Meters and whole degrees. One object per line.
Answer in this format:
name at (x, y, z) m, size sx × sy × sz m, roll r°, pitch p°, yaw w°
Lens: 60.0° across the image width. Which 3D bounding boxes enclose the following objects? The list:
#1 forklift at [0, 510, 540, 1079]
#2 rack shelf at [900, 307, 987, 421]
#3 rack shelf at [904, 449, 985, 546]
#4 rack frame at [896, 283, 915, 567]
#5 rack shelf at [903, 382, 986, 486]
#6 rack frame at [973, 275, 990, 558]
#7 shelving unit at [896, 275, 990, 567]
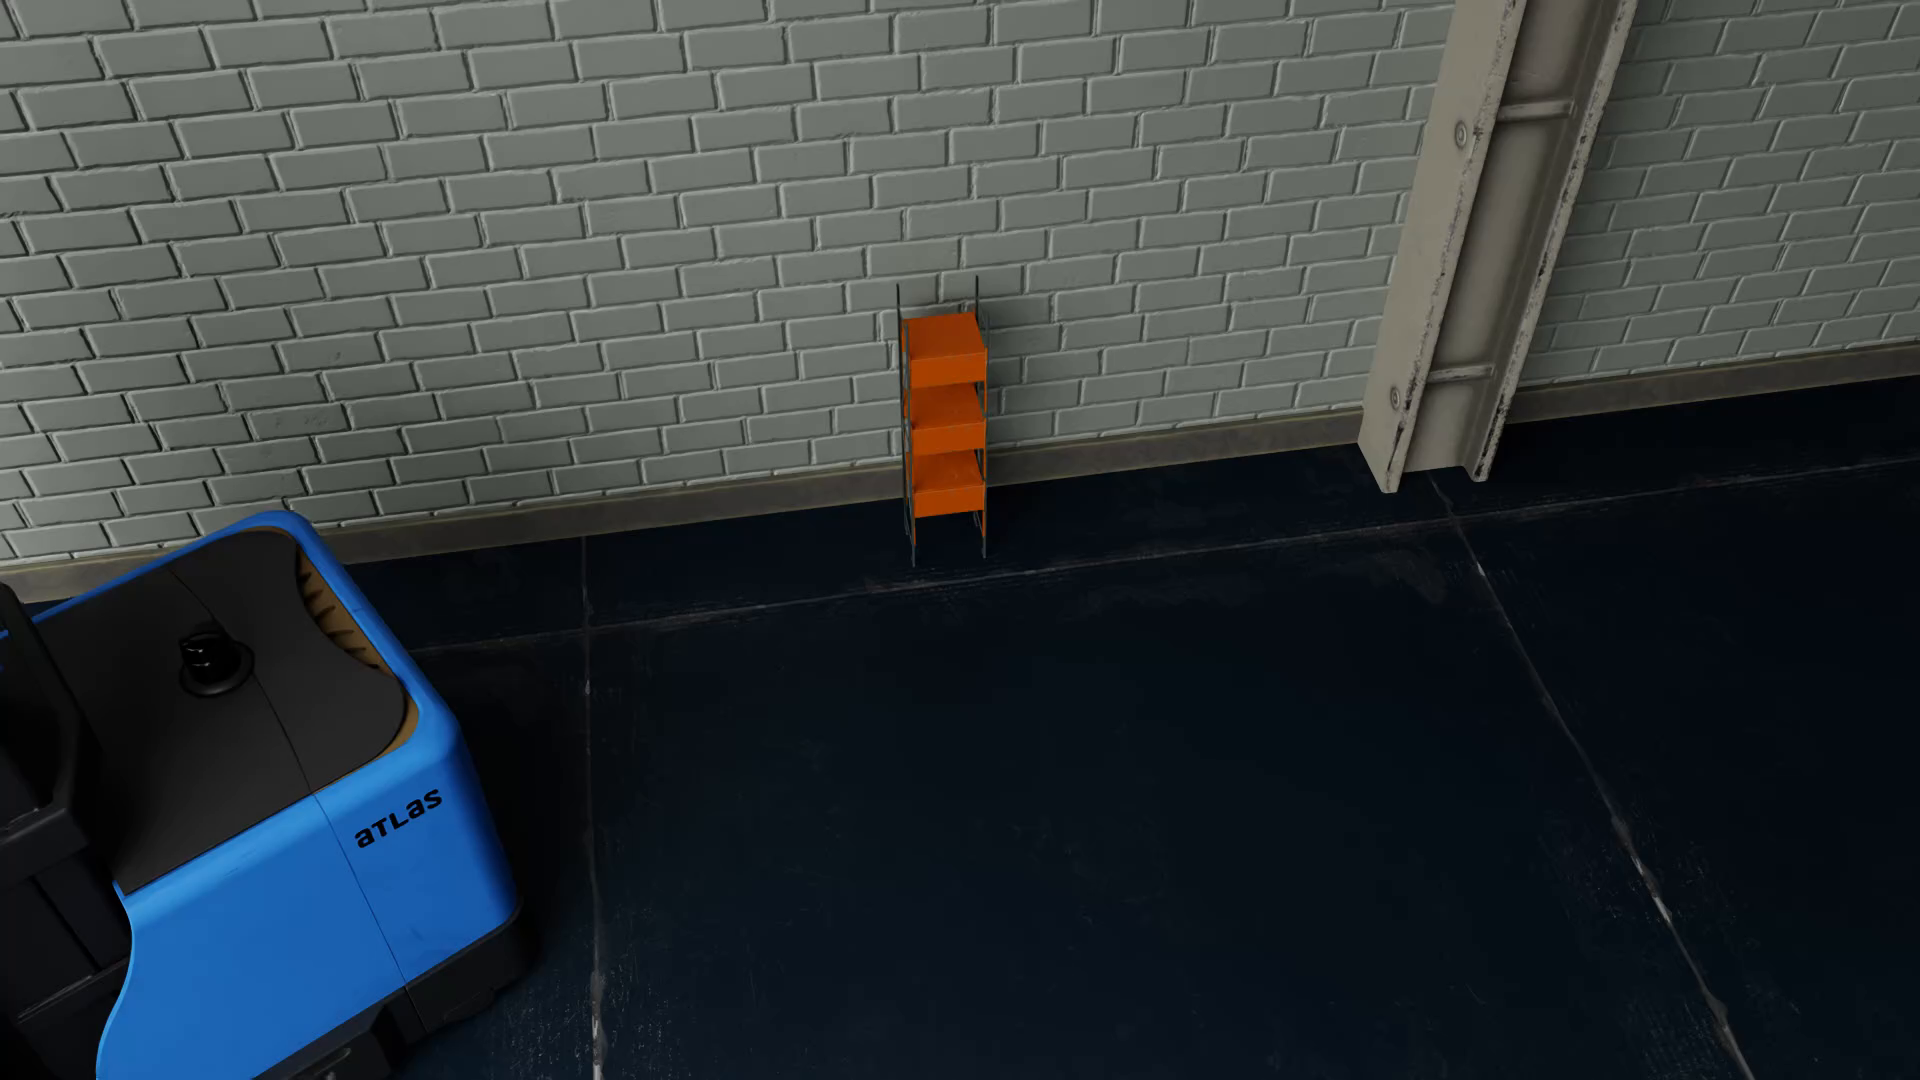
forklift at (-2.618, 0.560, 3.175) m, size 3.031 × 2.935 × 1.130 m, roll -30°, pitch 53°, yaw -26°
rack shelf at (-0.053, -0.547, 5.169) m, size 0.240 × 0.259 × 0.215 m, roll -7°, pitch 46°, yaw -7°
rack shelf at (-0.053, -0.158, 5.573) m, size 0.240 × 0.259 × 0.215 m, roll -7°, pitch 46°, yaw -7°
rack frame at (-0.173, -0.343, 5.351) m, size 0.008 × 1.050 × 0.200 m, roll -7°, pitch 46°, yaw -7°
rack shelf at (-0.053, -0.350, 5.373) m, size 0.240 × 0.259 × 0.215 m, roll -7°, pitch 46°, yaw -7°
rack frame at (0.067, -0.373, 5.380) m, size 0.008 × 1.050 × 0.200 m, roll -7°, pitch 46°, yaw -7°
shelving unit at (-0.053, -0.358, 5.366) m, size 0.252 × 1.050 × 0.215 m, roll -7°, pitch 46°, yaw -7°
